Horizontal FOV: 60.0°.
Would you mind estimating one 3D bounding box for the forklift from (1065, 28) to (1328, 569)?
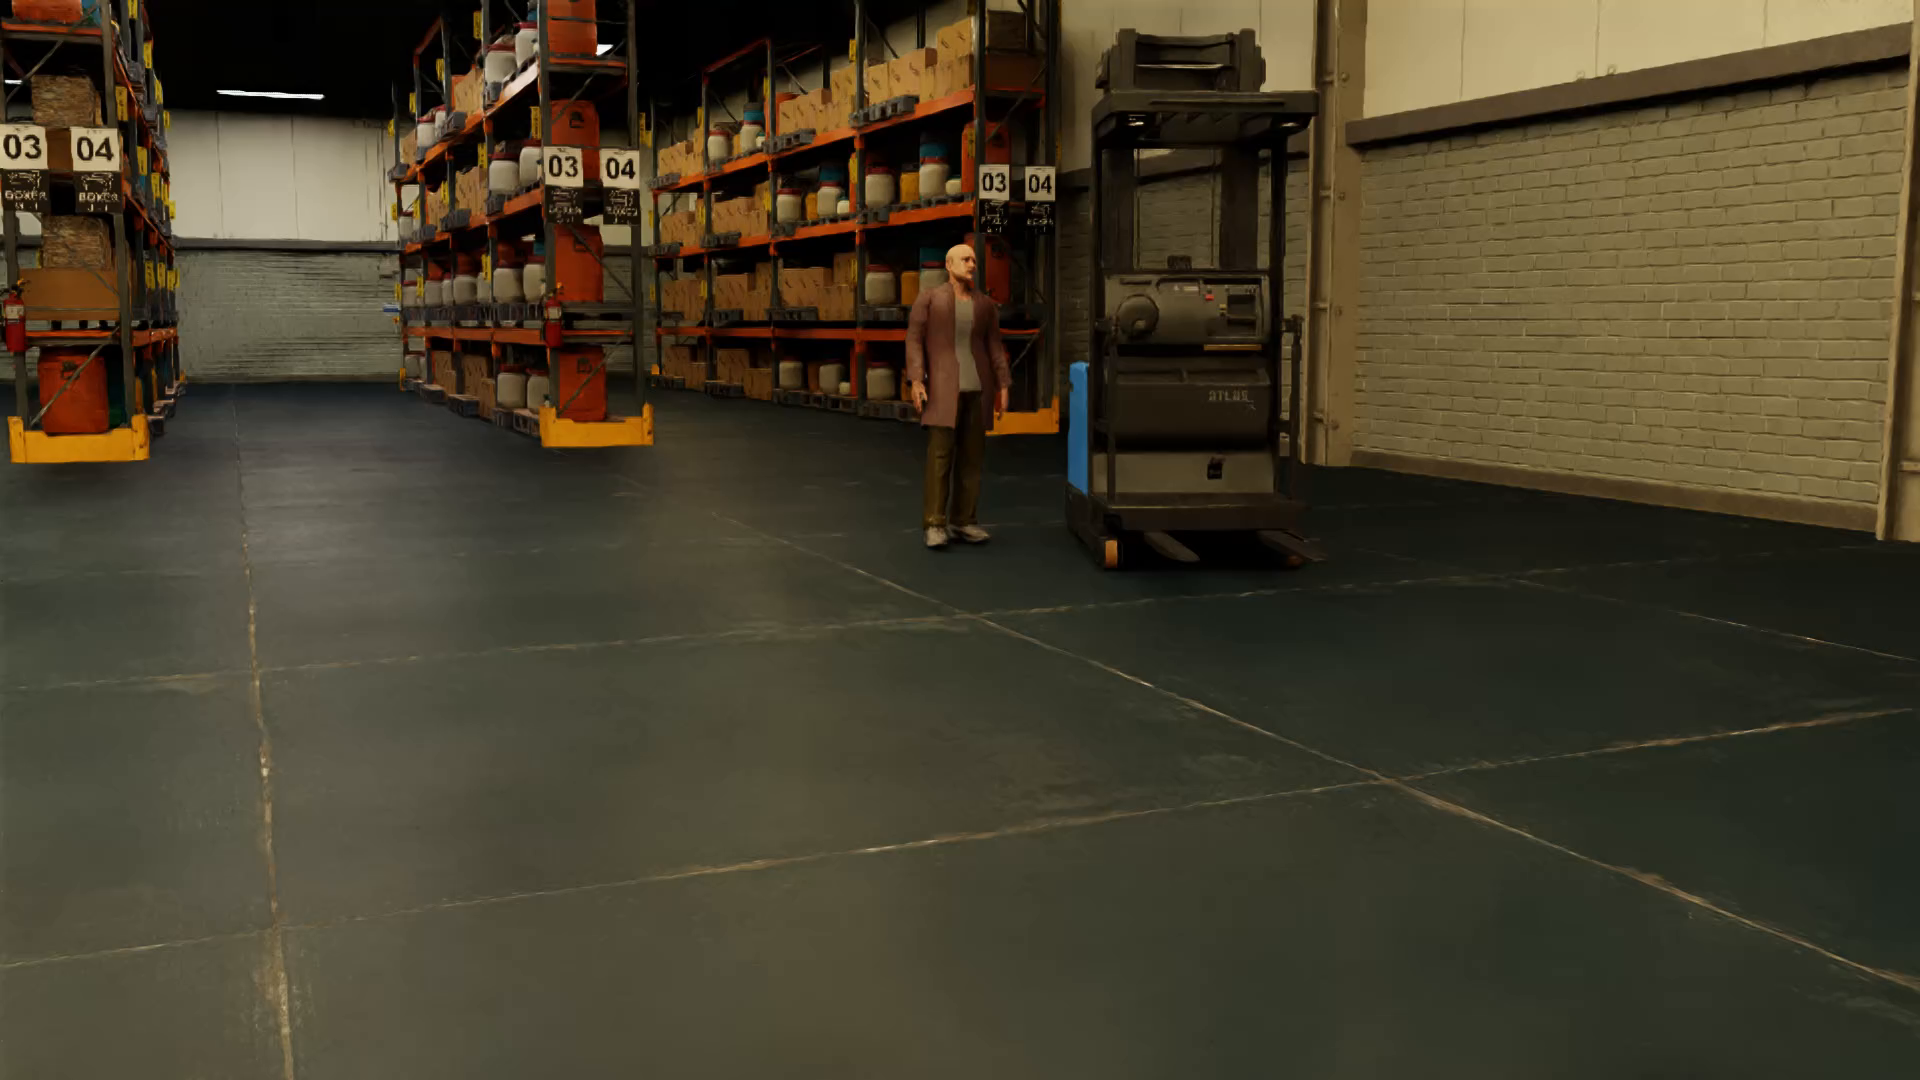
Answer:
[{"bbox_3d":[1.286,-1.337,9.082,1.130,2.935,3.031,0,8,-4],"label":"forklift"}]

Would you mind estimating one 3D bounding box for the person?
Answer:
[{"bbox_3d":[0.032,-0.877,9.952,0.694,1.776,0.580,-3,8,-23],"label":"person"}]
